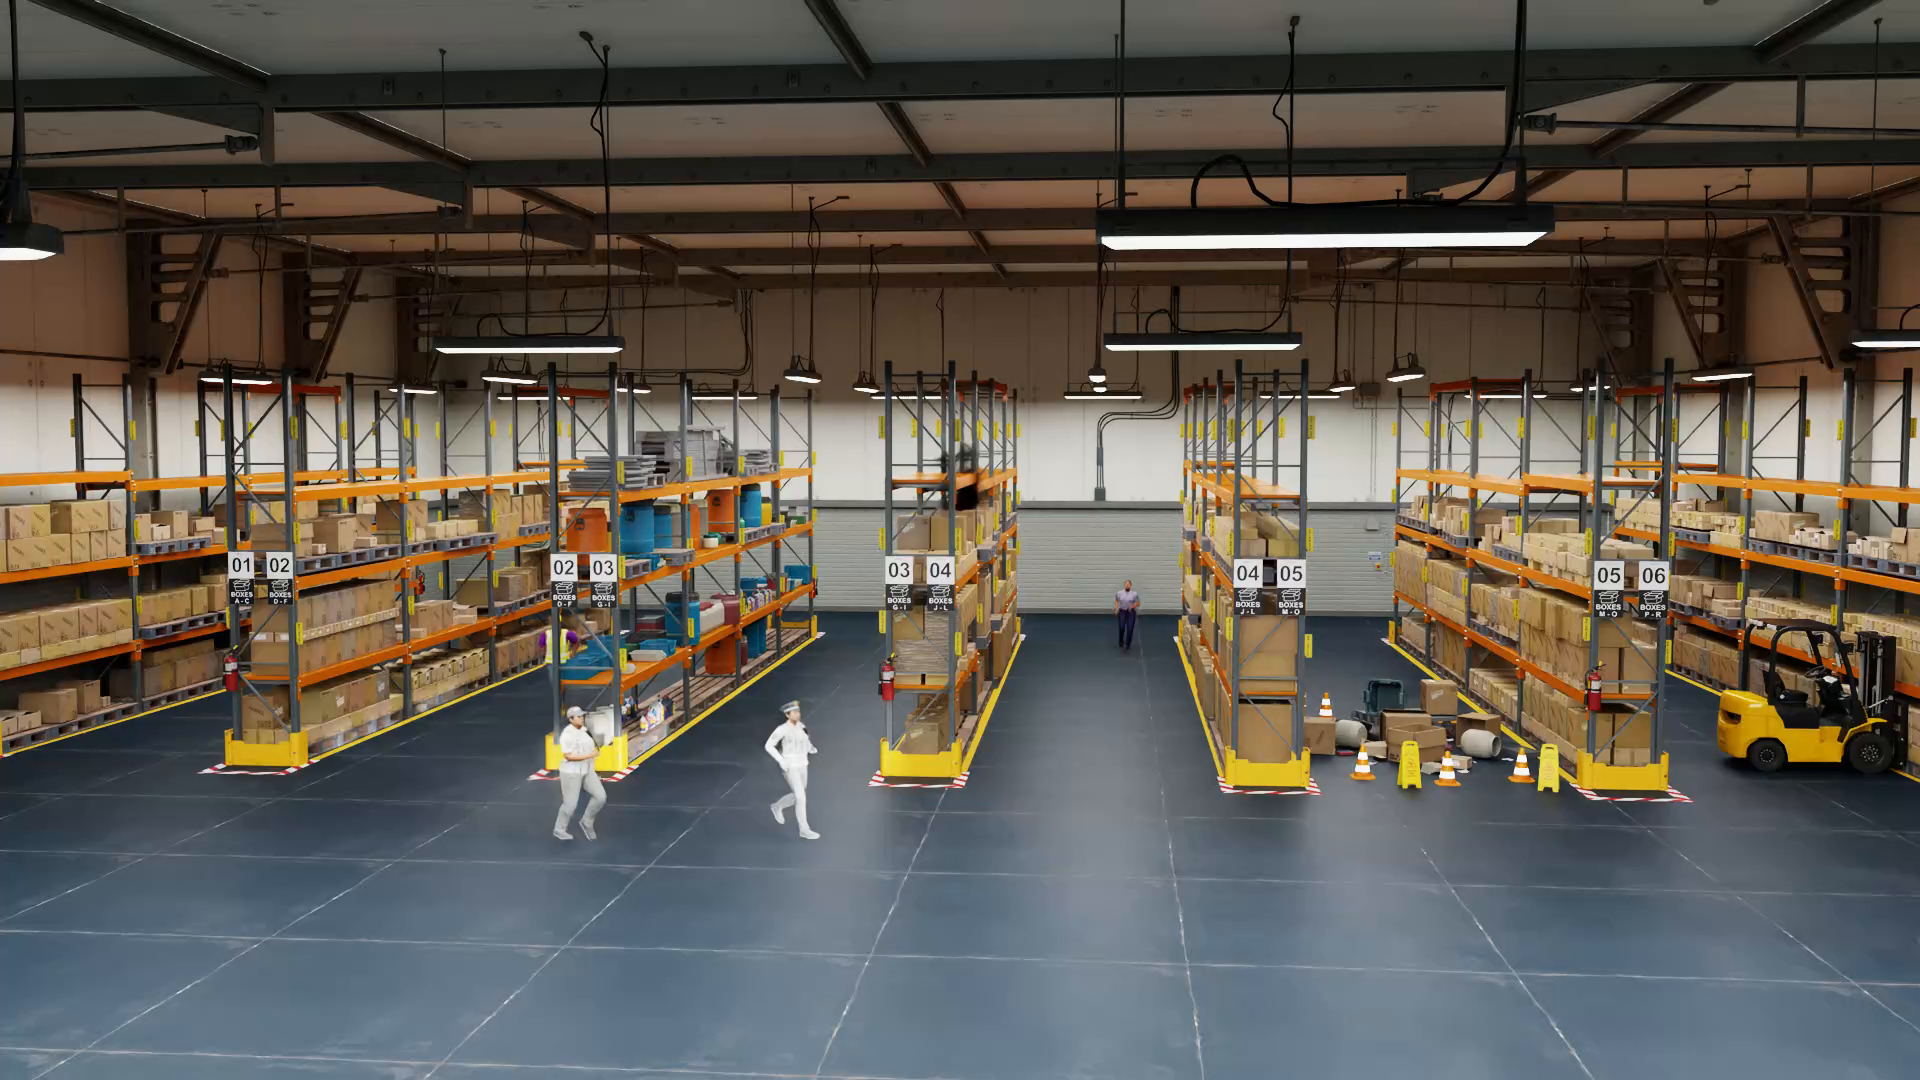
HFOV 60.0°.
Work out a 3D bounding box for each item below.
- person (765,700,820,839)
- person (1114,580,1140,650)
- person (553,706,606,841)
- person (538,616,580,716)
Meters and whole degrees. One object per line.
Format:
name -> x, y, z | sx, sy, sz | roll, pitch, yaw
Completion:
person -> -2.067, 2.805, 20.528 | 0.883, 1.670, 0.624 | 3, 5, 38
person -> 3.799, 1.713, 37.848 | 0.592, 1.610, 0.559 | 0, 4, 7
person -> -4.617, 2.854, 20.186 | 0.690, 1.690, 0.595 | 2, 4, 27
person -> -7.098, 2.203, 29.283 | 0.677, 1.795, 0.683 | 0, 4, 0
